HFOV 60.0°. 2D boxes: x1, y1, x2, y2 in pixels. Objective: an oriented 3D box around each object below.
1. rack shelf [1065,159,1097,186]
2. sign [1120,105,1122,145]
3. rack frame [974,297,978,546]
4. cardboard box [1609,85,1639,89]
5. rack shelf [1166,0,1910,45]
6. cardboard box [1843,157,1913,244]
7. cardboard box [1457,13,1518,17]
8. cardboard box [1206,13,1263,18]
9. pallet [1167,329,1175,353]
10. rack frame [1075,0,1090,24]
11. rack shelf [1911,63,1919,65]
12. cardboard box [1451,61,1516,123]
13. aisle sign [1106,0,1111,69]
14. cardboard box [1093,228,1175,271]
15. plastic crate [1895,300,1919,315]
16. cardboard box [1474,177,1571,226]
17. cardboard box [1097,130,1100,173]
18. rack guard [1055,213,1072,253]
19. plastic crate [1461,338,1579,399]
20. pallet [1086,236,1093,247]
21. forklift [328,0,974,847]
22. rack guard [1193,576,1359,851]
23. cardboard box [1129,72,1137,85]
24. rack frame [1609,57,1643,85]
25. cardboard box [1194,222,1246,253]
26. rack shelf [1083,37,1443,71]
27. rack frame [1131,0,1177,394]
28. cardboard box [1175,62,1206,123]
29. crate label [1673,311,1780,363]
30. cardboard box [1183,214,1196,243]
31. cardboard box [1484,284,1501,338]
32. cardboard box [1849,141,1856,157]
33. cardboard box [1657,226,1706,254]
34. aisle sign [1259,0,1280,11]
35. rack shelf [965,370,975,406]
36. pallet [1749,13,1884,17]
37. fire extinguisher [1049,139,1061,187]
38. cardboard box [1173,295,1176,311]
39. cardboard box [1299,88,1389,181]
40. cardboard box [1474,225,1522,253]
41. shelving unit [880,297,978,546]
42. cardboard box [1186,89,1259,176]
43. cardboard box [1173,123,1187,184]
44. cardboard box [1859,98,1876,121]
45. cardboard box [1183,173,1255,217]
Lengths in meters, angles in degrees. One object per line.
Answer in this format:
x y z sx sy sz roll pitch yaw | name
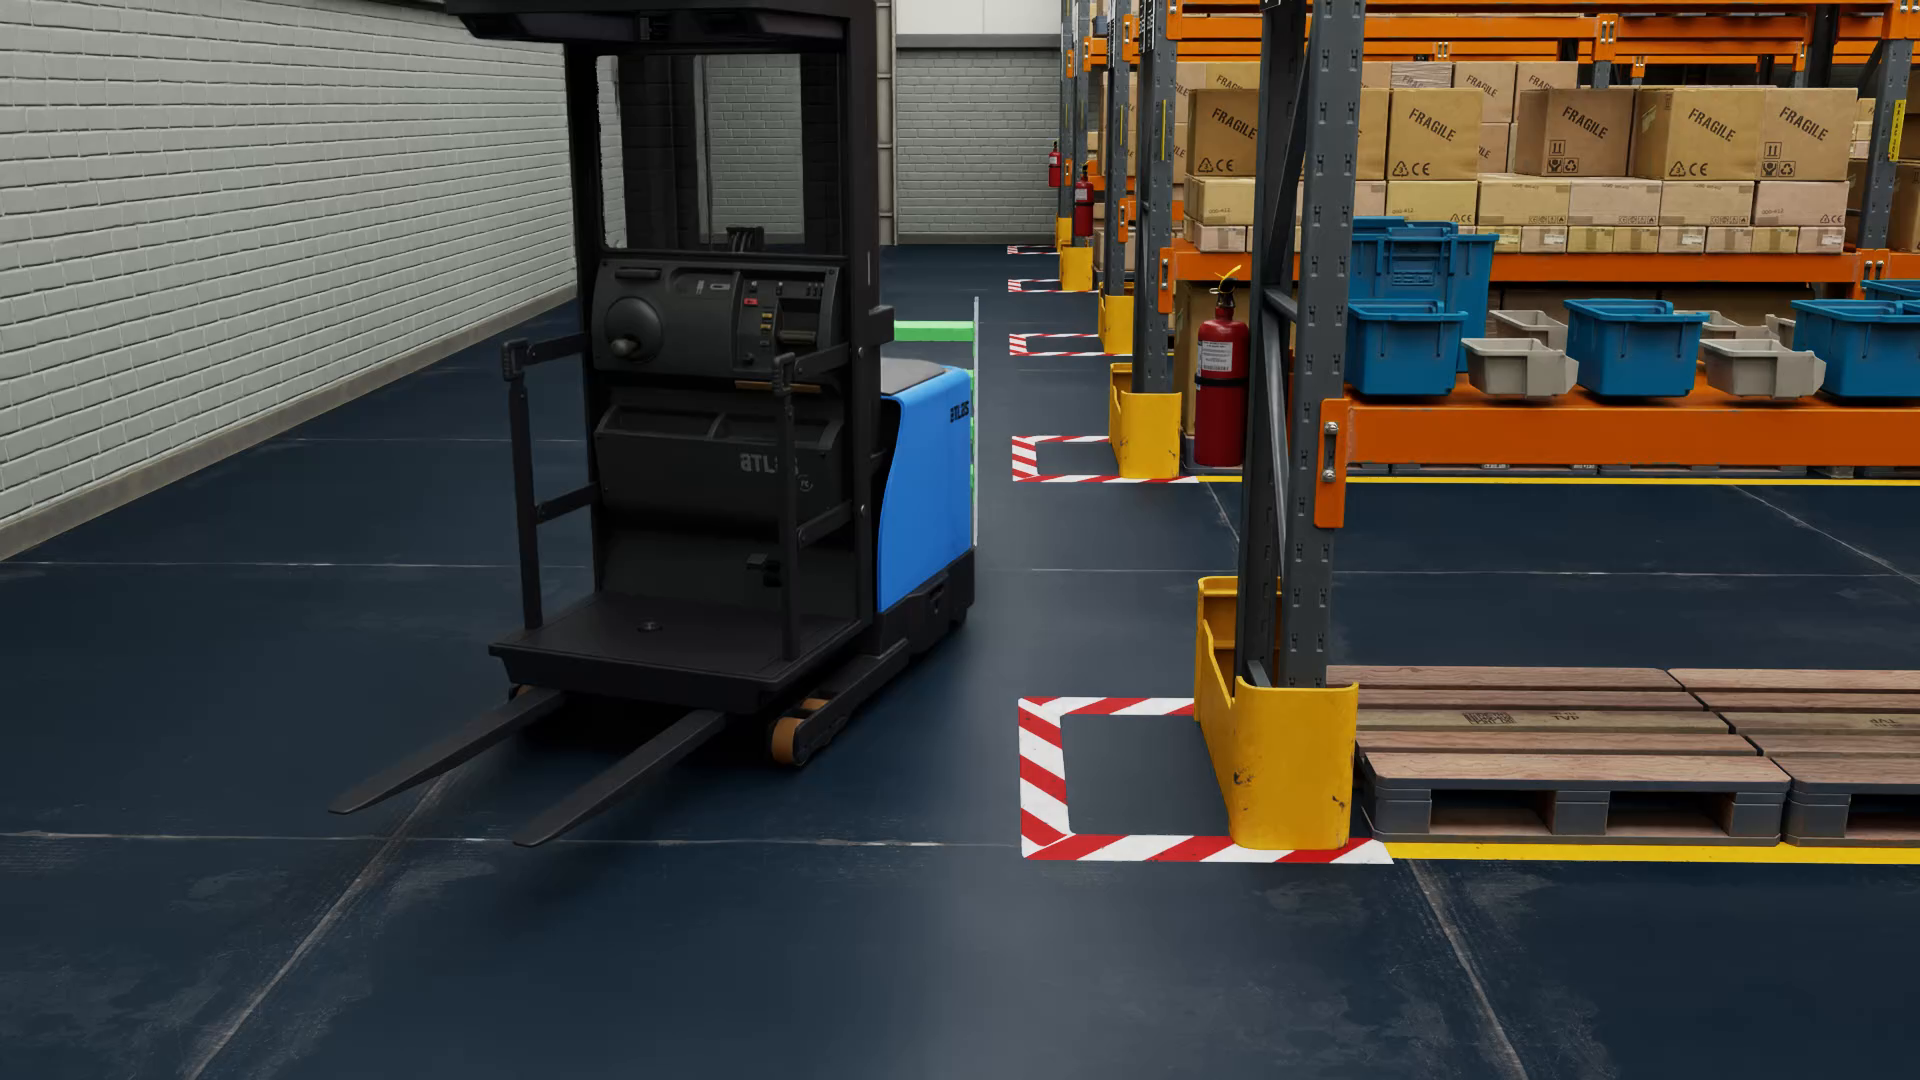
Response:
3.521 -5.386 24.287 4.000 0.370 1.077 0 15 1 | rack shelf
1.360 -3.499 14.024 0.005 0.325 0.100 0 15 1 | sign
0.078 -0.580 8.185 0.015 1.200 0.240 0 15 1 | rack frame
7.358 -4.909 18.911 0.500 0.500 0.500 0 15 1 | cardboard box
3.145 -3.044 9.527 4.000 0.370 1.077 0 15 1 | rack shelf
5.619 -2.043 10.008 0.500 0.500 0.500 0 15 2 | cardboard box
4.376 -4.511 13.971 0.500 0.250 0.500 0 15 1 | cardboard box
2.342 -4.524 14.020 0.500 0.250 0.500 1 15 3 | cardboard box
2.261 -1.855 14.959 1.213 0.211 1.003 0 15 1 | pallet
1.399 -7.382 18.681 0.127 3.000 1.000 0 15 1 | rack frame
15.518 -6.759 23.608 4.000 0.370 1.077 0 15 1 | rack shelf
4.379 -3.804 14.140 0.500 0.500 0.500 0 15 0 | cardboard box
1.308 -4.552 14.619 0.004 0.787 0.394 0 15 1 | aisle sign
2.061 -3.467 19.800 0.875 0.438 0.875 0 15 0 | cardboard box
2.874 -0.543 4.729 0.300 0.233 0.416 0 15 1 | plastic crate
3.163 -1.946 9.545 0.500 0.250 0.500 0 15 0 | cardboard box
1.888 -4.594 19.677 0.500 0.500 0.500 0 15 2 | cardboard box
1.598 -4.538 24.561 0.348 0.500 1.175 0 15 1 | rack guard
1.576 -0.484 4.693 0.298 0.136 0.250 0 15 1 | plastic crate
2.395 -4.393 24.579 1.213 0.211 1.003 0 15 1 | pallet
-0.925 -0.784 5.568 1.130 2.935 3.031 5 16 19 | forklift
0.995 0.521 5.387 0.348 0.500 1.175 0 15 1 | rack guard
2.011 -5.270 19.009 0.250 0.149 0.380 1 15 3 | cardboard box
9.519 -5.695 24.047 0.127 3.000 1.000 0 15 1 | rack frame
1.492 -1.746 9.572 0.250 0.149 0.380 1 15 2 | cardboard box
3.398 -5.571 19.106 4.000 0.370 1.077 0 15 1 | rack shelf
1.146 -1.954 9.867 0.127 3.000 1.000 0 15 1 | rack frame
1.816 -3.824 14.213 0.500 0.500 0.500 0 15 1 | cardboard box
2.408 -0.632 5.256 0.243 0.136 0.396 0 15 1 | crate label
1.510 -1.914 10.209 0.250 0.149 0.380 1 15 2 | cardboard box
2.697 -1.140 10.124 0.875 0.875 0.875 0 15 1 | cardboard box
7.318 -3.288 14.010 0.250 0.149 0.380 0 15 0 | cardboard box
4.060 -1.730 9.510 0.250 0.149 0.380 1 15 2 | cardboard box
0.955 -2.023 5.033 0.004 0.787 0.394 0 15 1 | aisle sign
-0.165 -0.752 8.146 0.480 0.148 0.258 0 15 1 | rack shelf
7.024 -4.515 14.061 1.003 0.211 1.213 0 15 1 | pallet
1.363 -5.413 23.859 0.183 0.674 0.296 0 15 1 | fire extinguisher
1.891 -2.118 14.670 0.250 0.149 0.380 1 15 4 | cardboard box
2.119 -2.313 9.468 0.500 0.500 0.500 0 15 0 | cardboard box
3.030 -1.737 9.535 0.250 0.149 0.380 0 15 0 | cardboard box
-0.165 -0.581 8.191 0.503 1.200 0.258 0 15 1 | shelving unit
1.640 -2.452 9.995 0.500 0.500 0.500 1 15 2 | cardboard box
1.815 -3.337 14.330 0.500 0.500 0.500 1 15 4 | cardboard box
10.362 -4.761 18.904 0.500 0.500 0.500 1 15 4 | cardboard box
1.637 -2.090 10.093 0.500 0.250 0.500 0 15 1 | cardboard box
